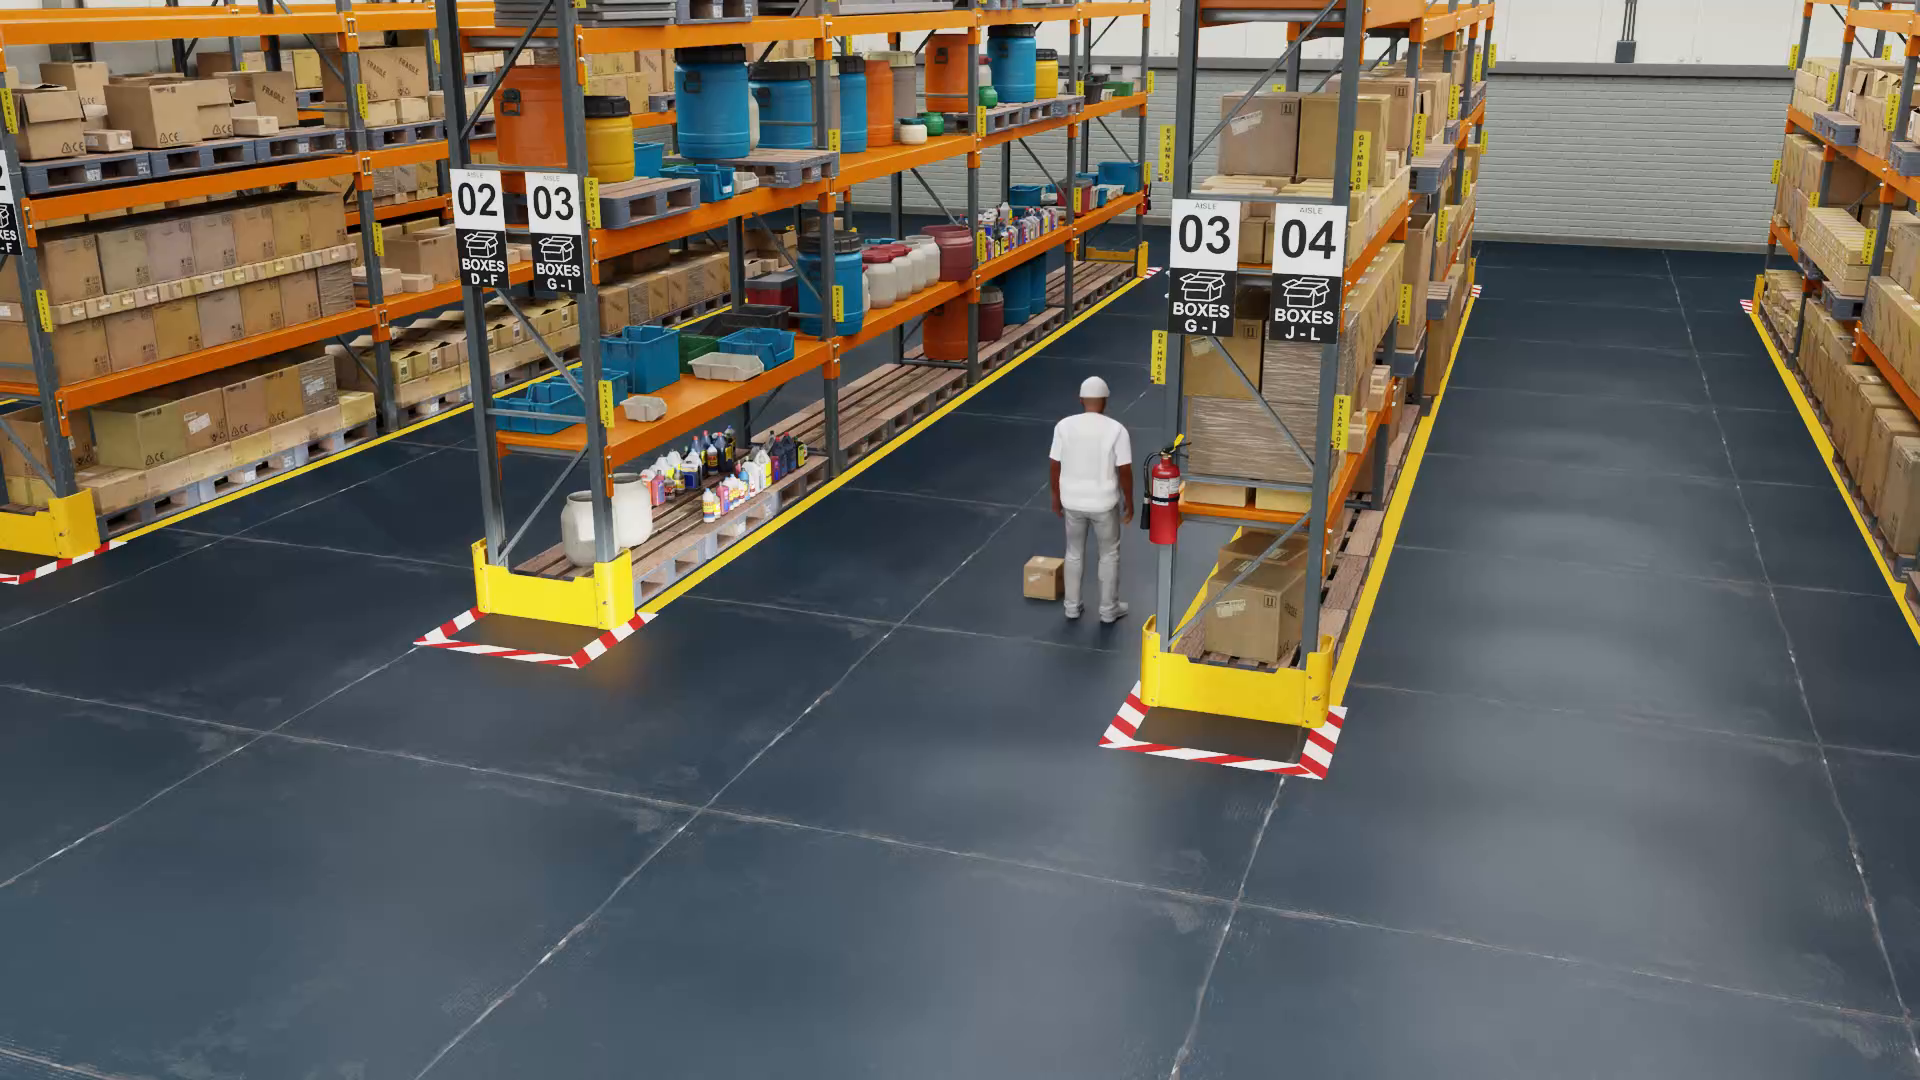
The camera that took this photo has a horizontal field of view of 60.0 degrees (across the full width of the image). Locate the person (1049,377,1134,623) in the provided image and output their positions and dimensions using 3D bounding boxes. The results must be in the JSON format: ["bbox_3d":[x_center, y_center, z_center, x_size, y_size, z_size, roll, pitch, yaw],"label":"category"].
[{"bbox_3d":[0.943,-0.291,11.900,0.616,1.760,0.459,7,20,19],"label":"person"}]
